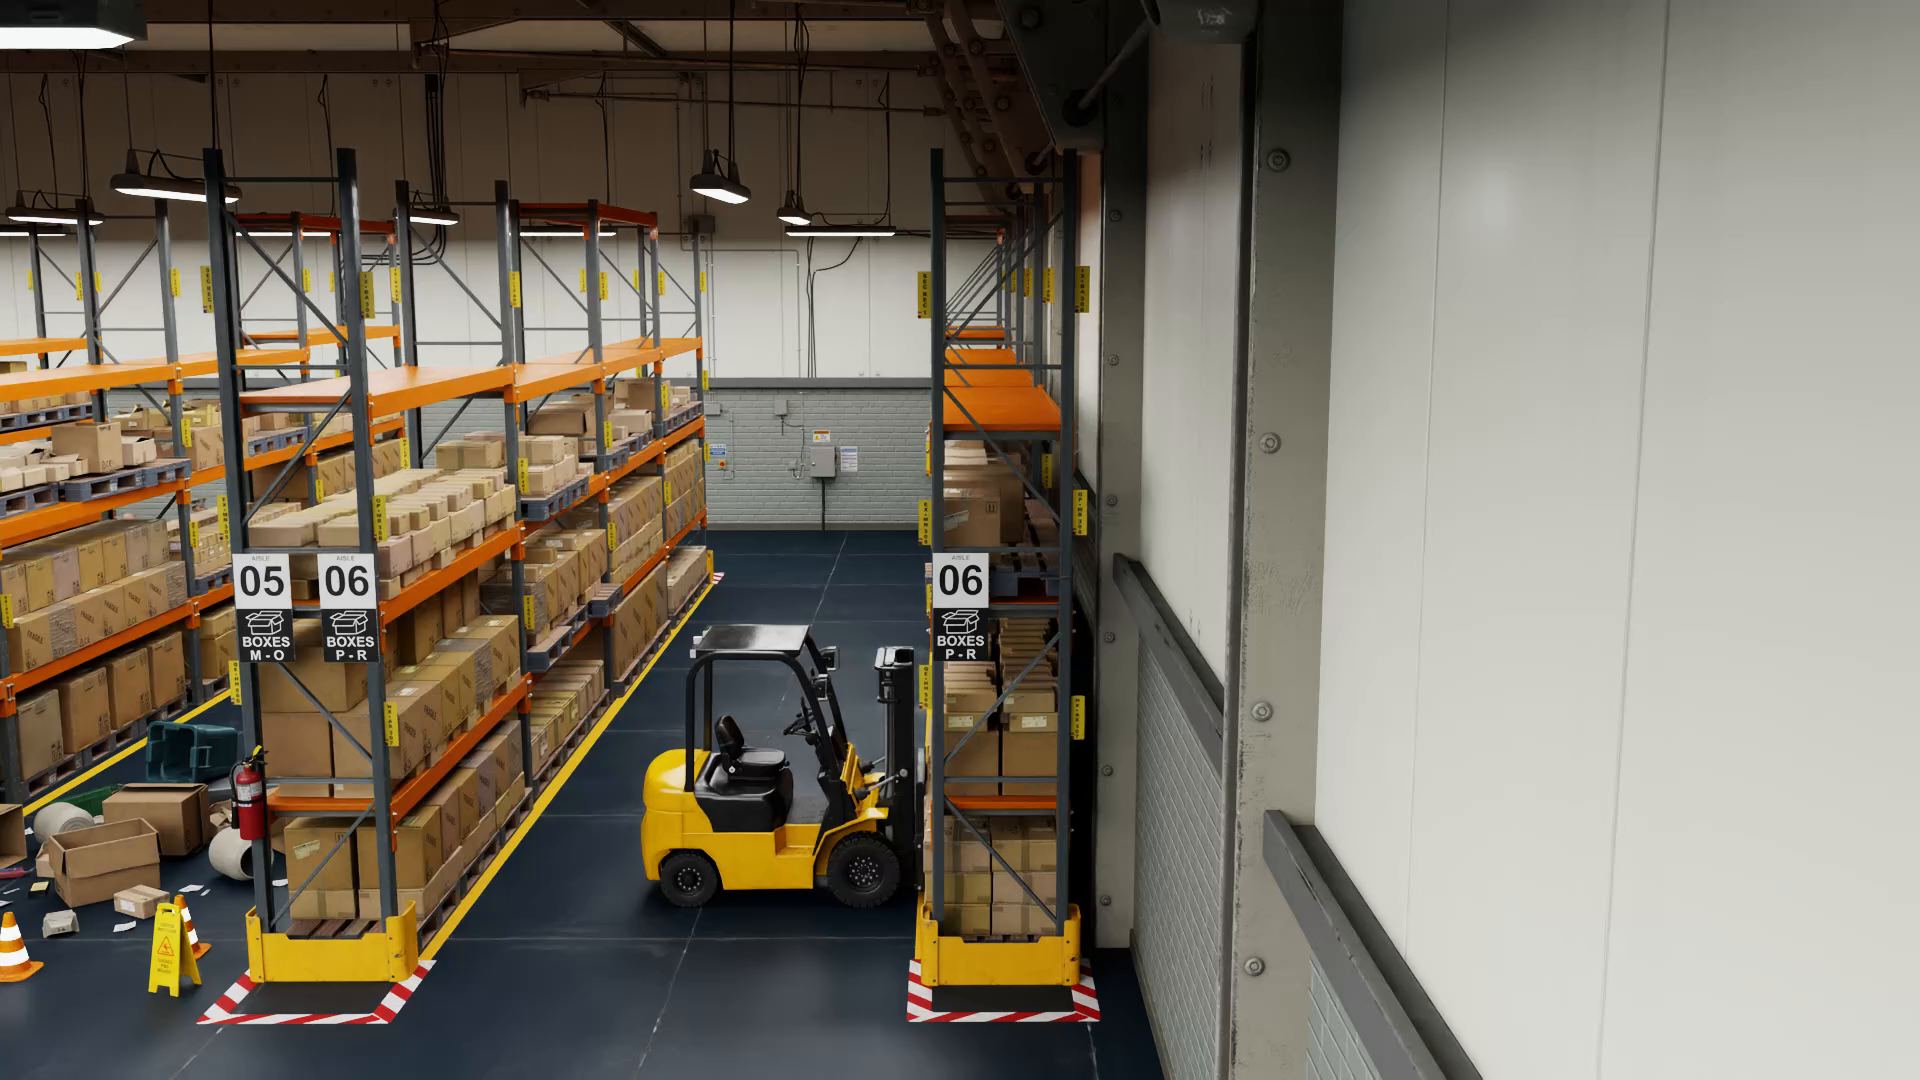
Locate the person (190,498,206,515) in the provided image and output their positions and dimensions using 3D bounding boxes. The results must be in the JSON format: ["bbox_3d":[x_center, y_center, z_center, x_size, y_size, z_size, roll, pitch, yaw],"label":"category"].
[{"bbox_3d":[-12.017,0.133,26.409,0.513,1.651,0.648,1,9,4],"label":"person"}]

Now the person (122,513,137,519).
[{"bbox_3d":[-11.718,0.497,23.712,0.488,1.774,0.637,-3,10,-19],"label":"person"}]
